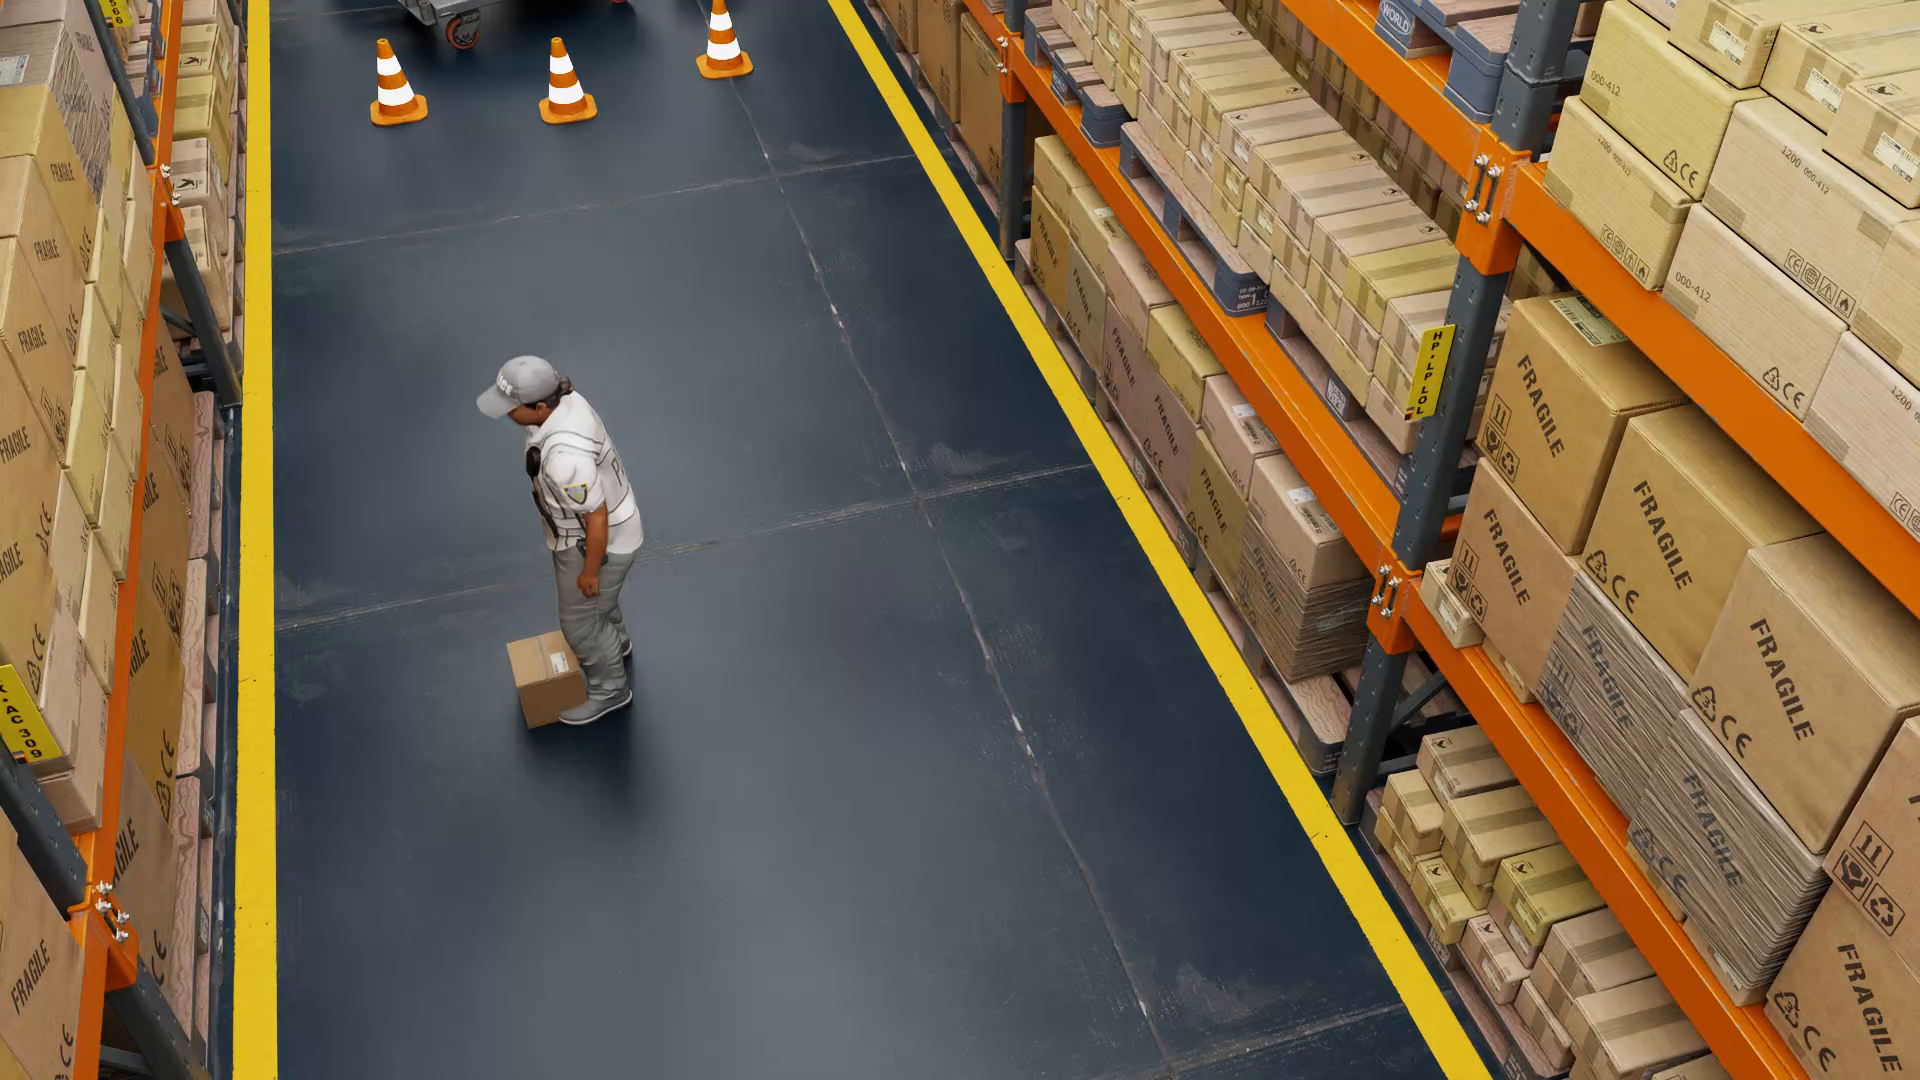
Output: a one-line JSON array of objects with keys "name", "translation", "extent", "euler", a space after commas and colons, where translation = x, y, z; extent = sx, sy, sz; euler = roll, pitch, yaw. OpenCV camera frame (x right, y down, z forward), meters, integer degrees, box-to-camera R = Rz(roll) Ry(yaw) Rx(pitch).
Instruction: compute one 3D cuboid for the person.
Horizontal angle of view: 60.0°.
[{"name": "person", "translation": [-1.428, -0.025, 6.184], "extent": [0.470, 1.664, 0.549], "euler": [-14, 44, -15]}]
